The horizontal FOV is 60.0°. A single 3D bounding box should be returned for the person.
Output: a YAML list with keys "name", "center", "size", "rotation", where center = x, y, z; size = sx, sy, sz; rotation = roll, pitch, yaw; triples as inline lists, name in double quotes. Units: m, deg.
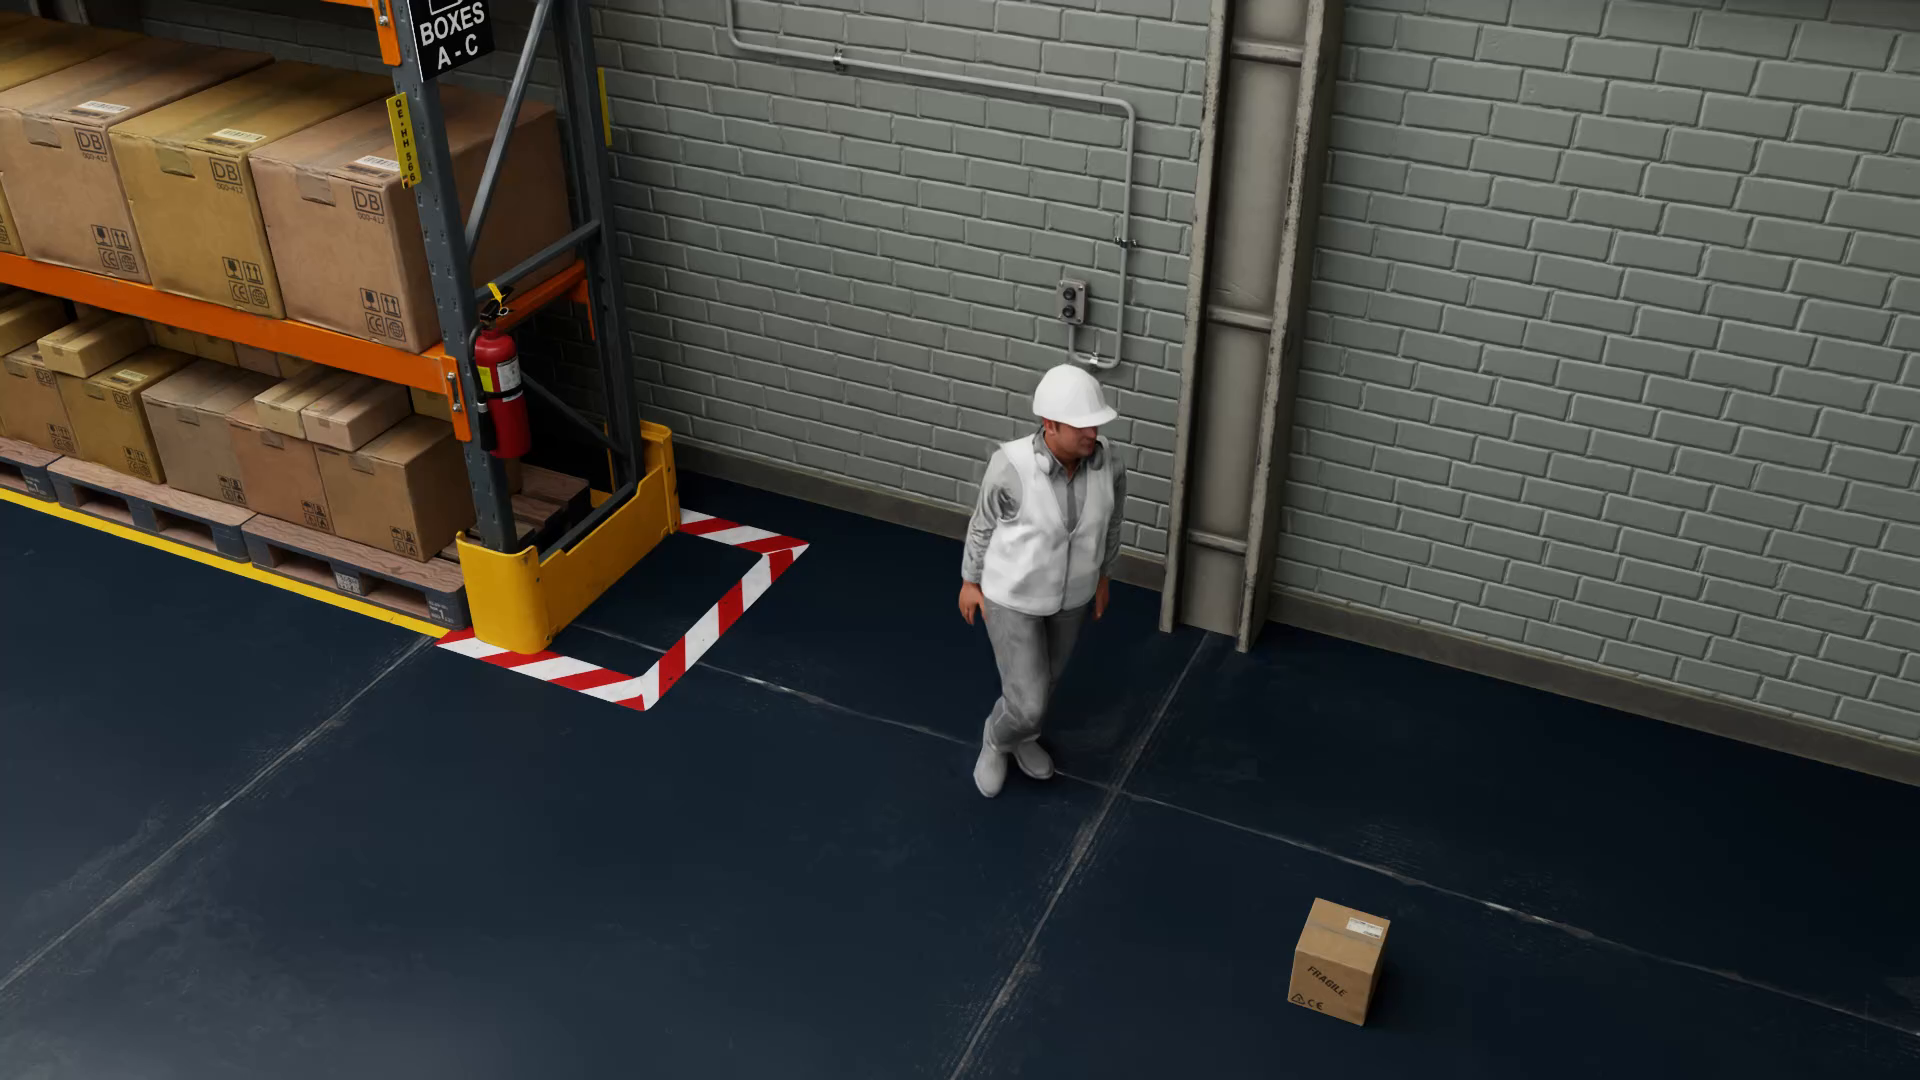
- name: "person"
  center: [0.300, 0.155, 5.851]
  size: [0.566, 1.758, 0.514]
  rotation: [-16, 37, -22]
